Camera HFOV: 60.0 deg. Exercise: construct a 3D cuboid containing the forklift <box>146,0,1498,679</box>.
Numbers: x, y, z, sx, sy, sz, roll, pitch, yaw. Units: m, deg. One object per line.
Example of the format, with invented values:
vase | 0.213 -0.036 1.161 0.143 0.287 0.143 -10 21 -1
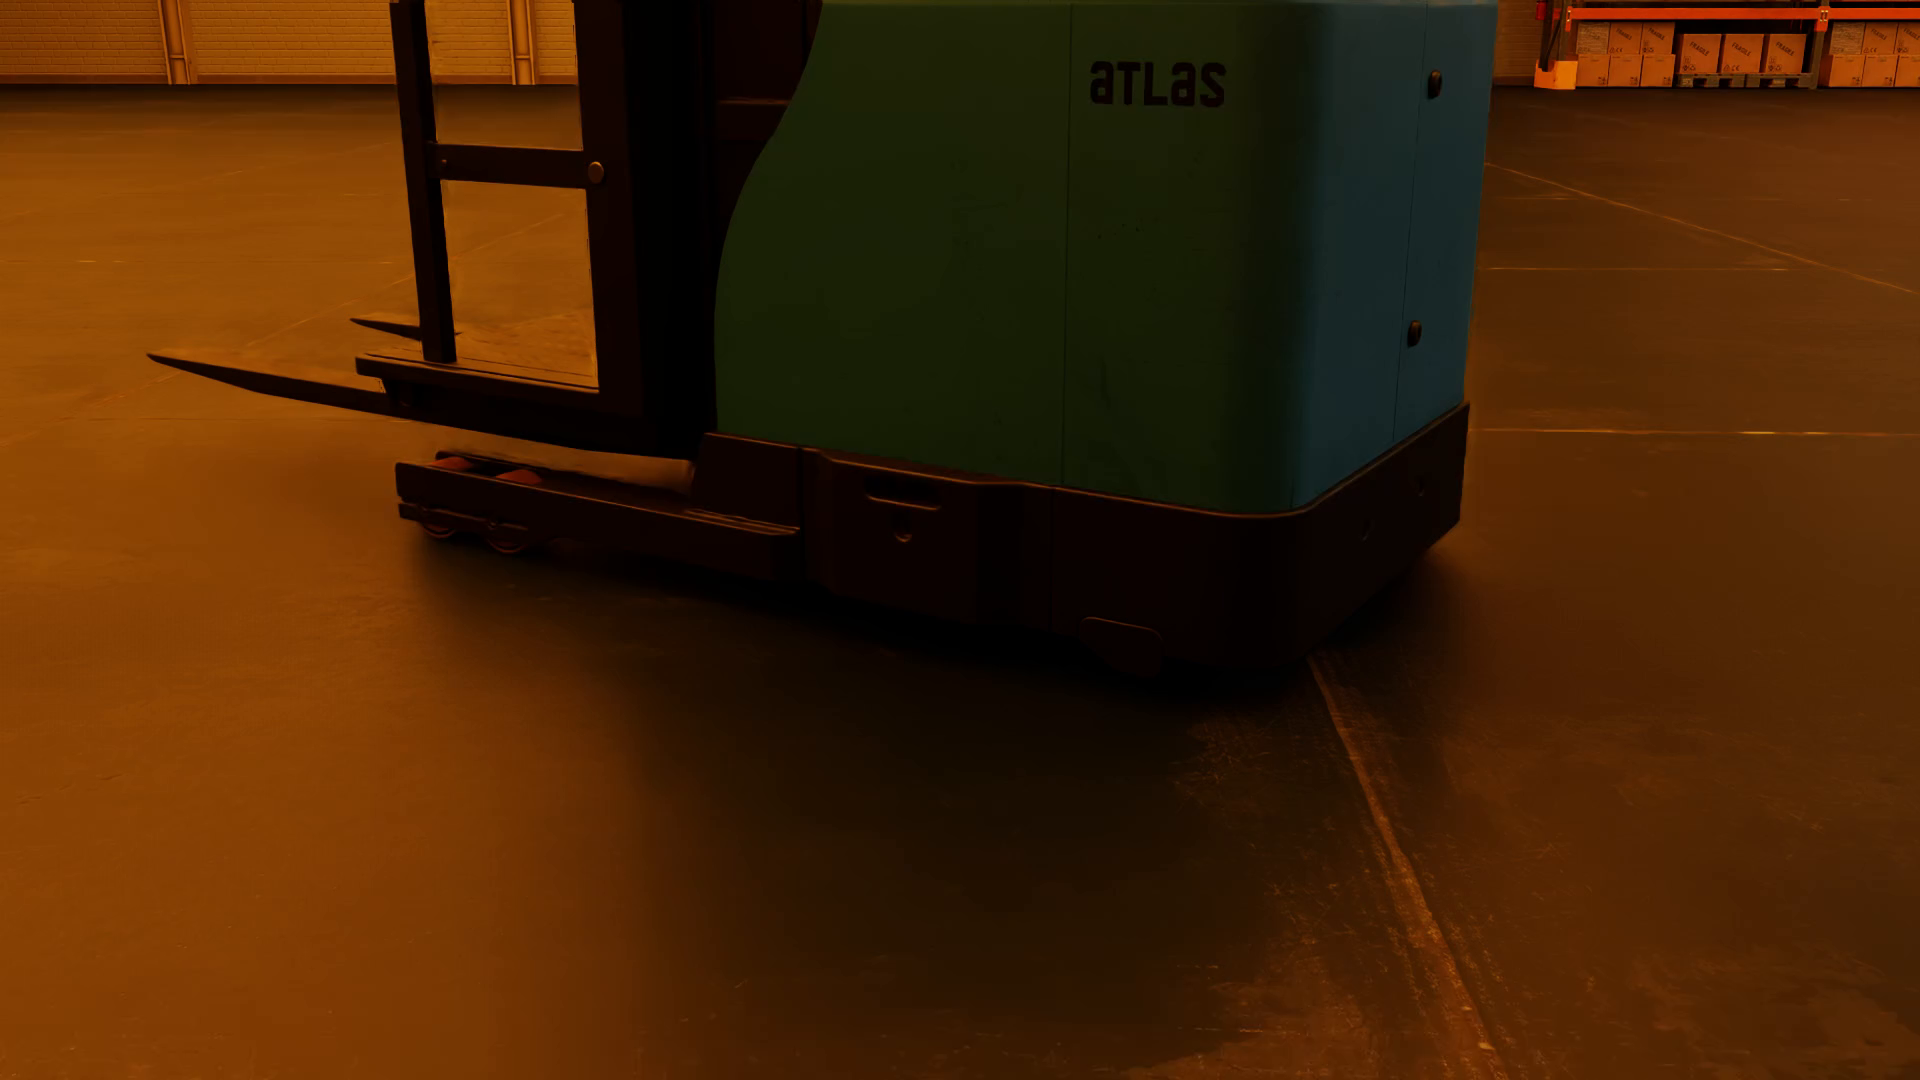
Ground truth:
forklift | -0.544 -1.493 3.236 3.031 2.935 1.130 10 20 30
